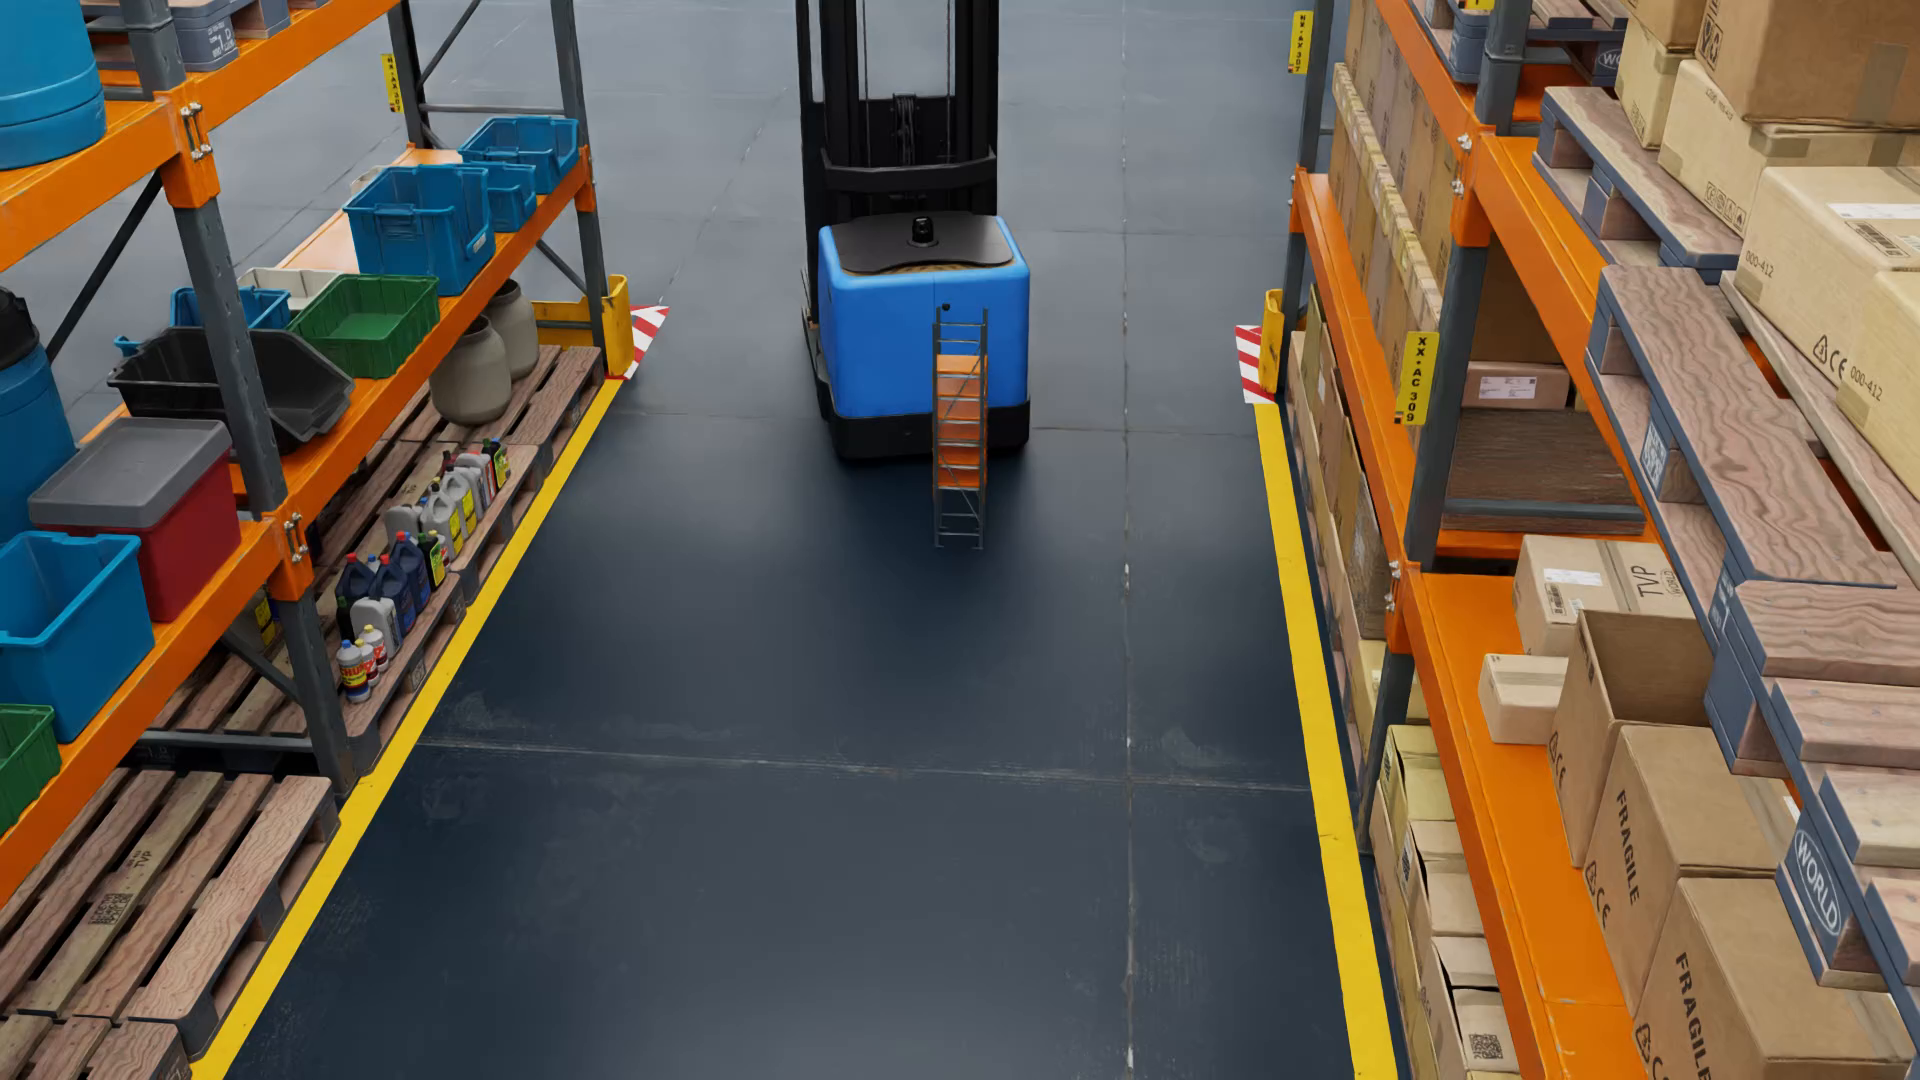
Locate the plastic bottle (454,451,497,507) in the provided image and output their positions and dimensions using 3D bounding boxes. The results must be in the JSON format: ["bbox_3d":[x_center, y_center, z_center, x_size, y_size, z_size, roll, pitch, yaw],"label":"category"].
[{"bbox_3d":[-2.356,-0.314,8.078,0.152,0.276,0.135,3,32,4],"label":"plastic bottle"}]

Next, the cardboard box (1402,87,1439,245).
[{"bbox_3d":[2.127,-1.444,6.403,0.700,0.500,0.500,2,32,4],"label":"cardboard box"}]

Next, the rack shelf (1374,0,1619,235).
[{"bbox_3d":[2.178,-2.108,6.638,1.077,0.370,4.000,2,32,4],"label":"rack shelf"}]

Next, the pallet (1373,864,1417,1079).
[{"bbox_3d":[1.994,1.483,5.643,1.003,0.211,1.213,2,32,4],"label":"pallet"}]

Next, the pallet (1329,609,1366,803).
[{"bbox_3d":[2.122,0.682,6.942,1.003,0.211,1.213,2,32,4],"label":"pallet"}]

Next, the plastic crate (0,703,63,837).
[{"bbox_3d":[-2.782,0.708,4.444,0.450,0.188,0.662,2,32,4],"label":"plastic crate"}]

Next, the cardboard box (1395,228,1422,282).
[{"bbox_3d":[1.909,-1.093,6.451,0.380,0.149,0.250,2,32,4],"label":"cardboard box"}]

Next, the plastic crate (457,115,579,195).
[{"bbox_3d":[-2.338,-2.059,8.873,0.499,0.251,0.616,2,32,4],"label":"plastic crate"}]

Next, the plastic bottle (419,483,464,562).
[{"bbox_3d":[-2.392,-0.090,7.642,0.144,0.351,0.185,2,32,4],"label":"plastic bottle"}]

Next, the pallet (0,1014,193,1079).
[{"bbox_3d":[-3.043,1.934,4.910,1.003,0.211,1.213,2,32,4],"label":"pallet"}]

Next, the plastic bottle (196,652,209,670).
[{"bbox_3d":[-3.211,0.399,6.914,0.061,0.283,0.133,4,32,6],"label":"plastic bottle"}]

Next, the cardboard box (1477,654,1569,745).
[{"bbox_3d":[1.740,0.470,4.867,0.380,0.149,0.250,2,32,4],"label":"cardboard box"}]

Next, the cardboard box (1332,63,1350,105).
[{"bbox_3d":[2.095,-2.306,8.418,0.380,0.149,0.250,2,32,4],"label":"cardboard box"}]

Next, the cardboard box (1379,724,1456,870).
[{"bbox_3d":[1.734,0.867,5.670,0.500,0.311,0.500,3,32,4],"label":"cardboard box"}]

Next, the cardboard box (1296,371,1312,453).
[{"bbox_3d":[2.039,-0.658,8.680,0.500,0.250,0.500,2,32,4],"label":"cardboard box"}]

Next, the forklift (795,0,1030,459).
[{"bbox_3d":[-0.374,-2.437,9.410,1.130,2.935,3.031,-5,32,-8],"label":"forklift"}]

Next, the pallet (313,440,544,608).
[{"bbox_3d":[-2.728,-0.107,8.222,1.003,0.211,1.213,2,32,4],"label":"pallet"}]

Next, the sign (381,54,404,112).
[{"bbox_3d":[-3.143,-2.540,9.249,0.100,0.325,0.005,2,32,4],"label":"sign"}]

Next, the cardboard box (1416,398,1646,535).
[{"bbox_3d":[2.045,-0.366,5.890,0.700,0.500,0.500,2,32,3],"label":"cardboard box"}]

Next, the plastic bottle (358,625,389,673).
[{"bbox_3d":[-2.442,0.445,6.917,0.097,0.201,0.097,0,32,0],"label":"plastic bottle"}]

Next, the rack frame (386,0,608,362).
[{"bbox_3d":[-2.595,-2.396,9.279,1.000,3.000,0.127,2,32,4],"label":"rack frame"}]

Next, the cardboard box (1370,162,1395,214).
[{"bbox_3d":[1.969,-1.502,7.114,0.380,0.149,0.250,3,32,4],"label":"cardboard box"}]

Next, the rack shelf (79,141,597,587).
[{"bbox_3d":[-2.758,-1.044,7.771,1.077,0.370,4.000,2,32,4],"label":"rack shelf"}]

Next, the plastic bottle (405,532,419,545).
[{"bbox_3d":[-2.452,0.088,7.429,0.097,0.271,0.097,0,32,0],"label":"plastic bottle"}]

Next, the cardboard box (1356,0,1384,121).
[{"bbox_3d":[2.249,-2.231,7.680,0.700,0.500,0.500,2,32,3],"label":"cardboard box"}]

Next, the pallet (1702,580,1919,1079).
[{"bbox_3d":[1.656,0.445,1.989,1.213,0.211,1.003,4,32,6],"label":"pallet"}]

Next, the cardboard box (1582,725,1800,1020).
[{"bbox_3d":[1.853,0.805,3.990,0.500,0.500,0.500,3,32,4],"label":"cardboard box"}]

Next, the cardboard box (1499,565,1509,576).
[{"bbox_3d":[2.398,0.090,6.750,0.500,0.500,0.500,2,32,4],"label":"cardboard box"}]

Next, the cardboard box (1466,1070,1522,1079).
[{"bbox_3d":[1.610,1.671,4.365,0.500,0.311,0.500,3,32,5],"label":"cardboard box"}]

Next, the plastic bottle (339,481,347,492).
[{"bbox_3d":[-3.090,-0.375,8.169,0.061,0.283,0.133,3,32,5],"label":"plastic bottle"}]

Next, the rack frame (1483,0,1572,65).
[{"bbox_3d":[2.015,-2.645,3.965,1.000,3.000,0.127,2,32,4],"label":"rack frame"}]

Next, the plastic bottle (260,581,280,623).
[{"bbox_3d":[-2.991,0.211,7.225,0.152,0.276,0.135,2,32,4],"label":"plastic bottle"}]

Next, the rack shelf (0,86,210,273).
[{"bbox_3d":[-3.084,-0.230,3.590,1.077,0.370,4.000,2,32,4],"label":"rack shelf"}]

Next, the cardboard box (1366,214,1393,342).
[{"bbox_3d":[2.167,-1.172,7.198,0.700,0.500,0.500,3,32,5],"label":"cardboard box"}]

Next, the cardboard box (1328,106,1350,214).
[{"bbox_3d":[2.290,-1.982,8.511,0.700,0.500,0.500,2,32,4],"label":"cardboard box"}]

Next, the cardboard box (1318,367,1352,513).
[{"bbox_3d":[1.951,-0.455,7.635,0.500,0.500,0.500,2,32,4],"label":"cardboard box"}]

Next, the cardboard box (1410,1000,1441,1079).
[{"bbox_3d":[1.653,1.639,4.952,0.500,0.250,0.500,2,32,2],"label":"cardboard box"}]

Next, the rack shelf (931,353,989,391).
[{"bbox_3d":[0.001,-0.787,7.782,0.258,0.103,0.180,2,32,4],"label":"rack shelf"}]

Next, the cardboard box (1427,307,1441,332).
[{"bbox_3d":[1.846,-0.690,5.798,0.380,0.149,0.250,2,32,3],"label":"cardboard box"}]

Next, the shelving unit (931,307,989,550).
[{"bbox_3d":[0.001,-0.518,7.947,0.258,1.200,0.189,2,32,4],"label":"shelving unit"}]

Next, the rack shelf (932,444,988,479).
[{"bbox_3d":[0.001,-0.378,8.034,0.258,0.103,0.180,2,32,4],"label":"rack shelf"}]

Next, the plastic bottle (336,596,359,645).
[{"bbox_3d":[-2.565,0.342,7.006,0.061,0.283,0.133,2,32,4],"label":"plastic bottle"}]

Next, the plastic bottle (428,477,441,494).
[{"bbox_3d":[-2.493,-0.206,7.973,0.097,0.201,0.097,0,32,0],"label":"plastic bottle"}]

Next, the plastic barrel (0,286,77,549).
[{"bbox_3d":[-3.255,-0.329,5.447,0.600,0.901,0.708,2,32,4],"label":"plastic barrel"}]

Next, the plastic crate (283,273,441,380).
[{"bbox_3d":[-2.529,-0.912,7.073,0.450,0.188,0.662,2,32,4],"label":"plastic crate"}]

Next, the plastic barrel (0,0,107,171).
[{"bbox_3d":[-2.746,-1.520,4.520,0.600,0.901,0.708,2,32,4],"label":"plastic barrel"}]

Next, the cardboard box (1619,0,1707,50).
[{"bbox_3d":[1.926,-1.481,3.964,0.500,0.500,0.500,3,32,5],"label":"cardboard box"}]

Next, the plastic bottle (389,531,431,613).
[{"bbox_3d":[-2.426,0.133,7.281,0.144,0.351,0.185,1,32,2],"label":"plastic bottle"}]

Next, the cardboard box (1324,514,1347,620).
[{"bbox_3d":[1.912,0.126,7.408,0.500,0.250,0.500,2,32,4],"label":"cardboard box"}]

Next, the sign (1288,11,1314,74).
[{"bbox_3d":[1.788,-2.612,8.728,0.100,0.325,0.005,2,32,4],"label":"sign"}]

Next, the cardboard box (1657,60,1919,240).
[{"bbox_3d":[1.914,-0.874,3.693,0.500,0.250,0.500,0,32,-1],"label":"cardboard box"}]

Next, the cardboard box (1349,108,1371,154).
[{"bbox_3d":[2.031,-1.905,7.769,0.380,0.149,0.250,2,32,3],"label":"cardboard box"}]

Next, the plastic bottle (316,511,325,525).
[{"bbox_3d":[-3.098,-0.174,7.922,0.097,0.201,0.097,0,32,0],"label":"plastic bottle"}]
